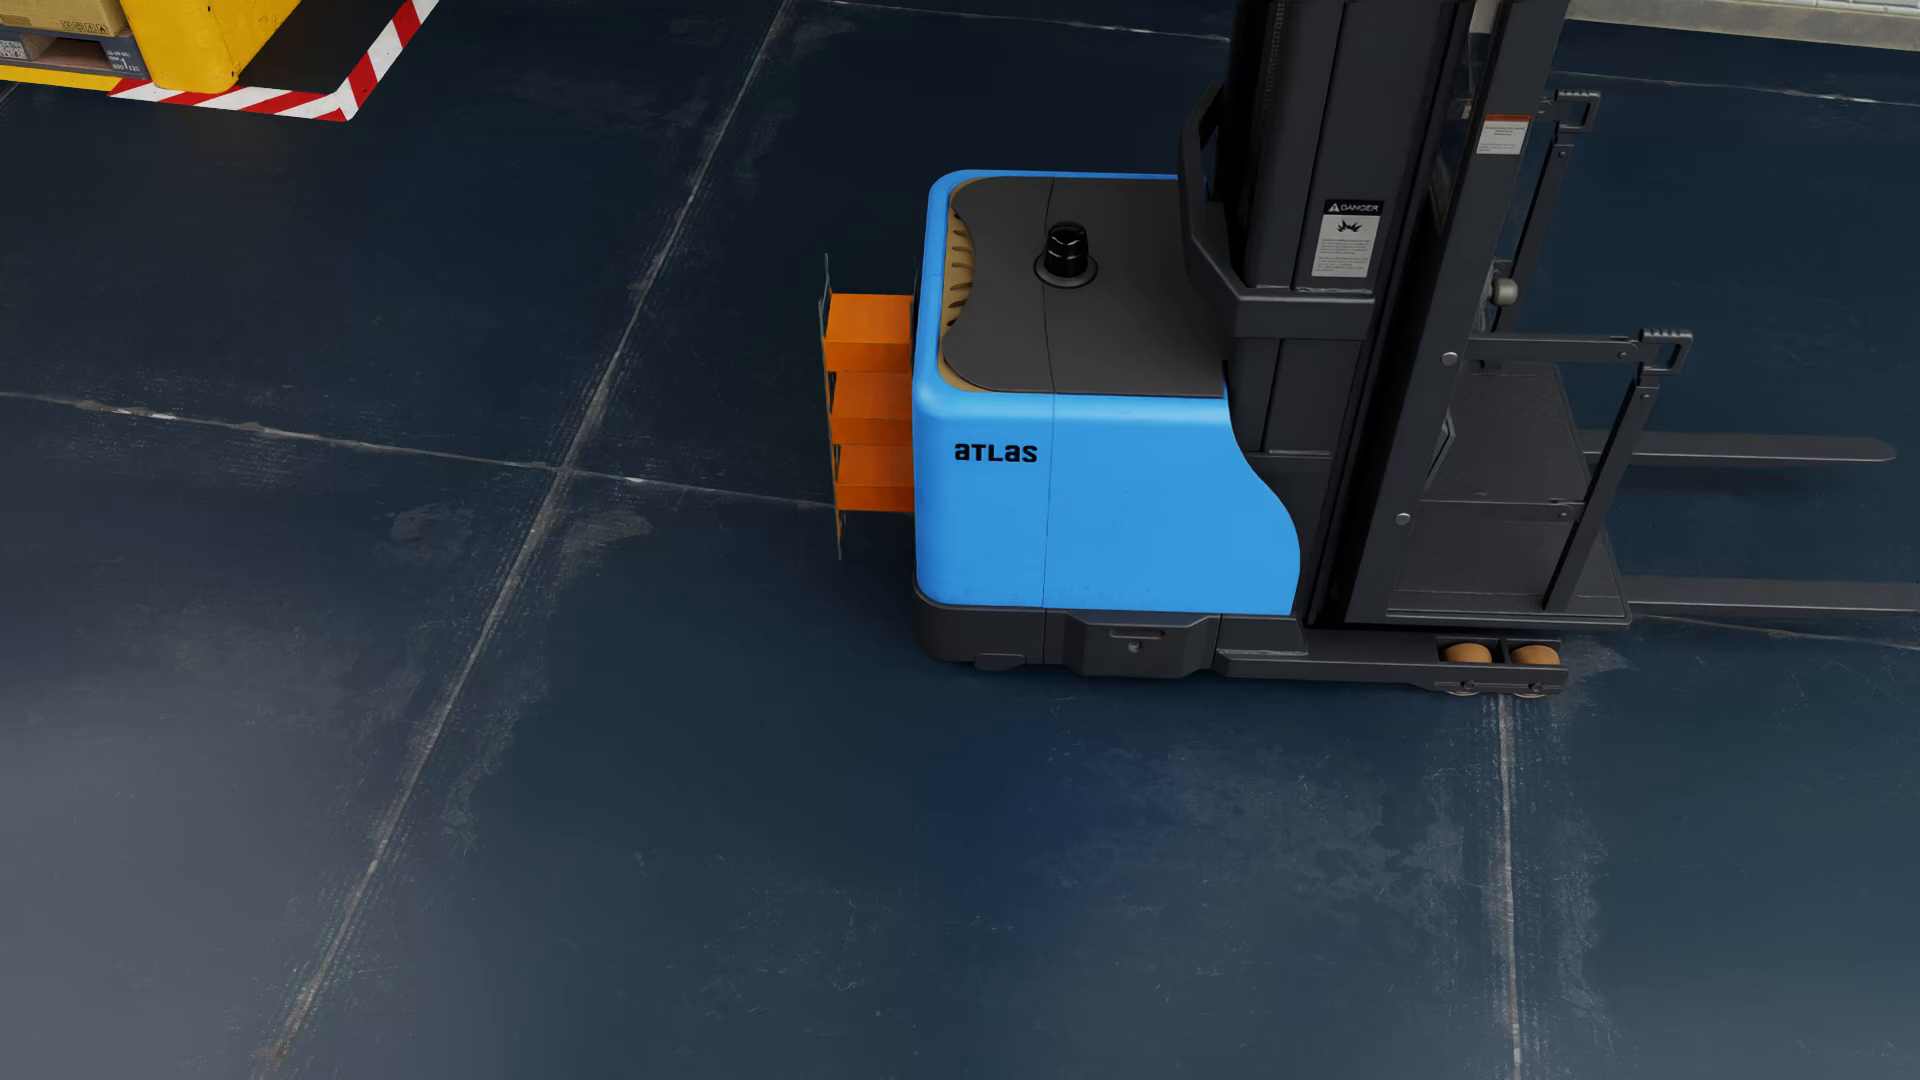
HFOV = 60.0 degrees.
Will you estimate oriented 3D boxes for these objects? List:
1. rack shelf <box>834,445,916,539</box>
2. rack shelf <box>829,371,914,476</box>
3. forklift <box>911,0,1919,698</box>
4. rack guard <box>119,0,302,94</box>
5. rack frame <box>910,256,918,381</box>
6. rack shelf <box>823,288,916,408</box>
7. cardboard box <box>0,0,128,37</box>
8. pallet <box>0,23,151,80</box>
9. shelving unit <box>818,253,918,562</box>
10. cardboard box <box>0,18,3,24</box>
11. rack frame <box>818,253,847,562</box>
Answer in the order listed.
[{"bbox_3d":[-0.248,-0.161,5.077,0.240,0.259,0.215,2,48,2],"label":"rack shelf"},{"bbox_3d":[-0.248,-0.347,4.870,0.240,0.259,0.215,2,48,2],"label":"rack shelf"},{"bbox_3d":[1.395,-0.928,4.113,3.031,2.935,1.130,2,48,2],"label":"forklift"},{"bbox_3d":[-3.122,-2.465,7.129,0.348,0.500,1.175,8,49,7],"label":"rack guard"},{"bbox_3d":[-0.126,-0.350,4.859,0.008,1.050,0.200,2,48,2],"label":"rack frame"},{"bbox_3d":[-0.248,-0.537,4.659,0.240,0.259,0.215,2,48,2],"label":"rack shelf"},{"bbox_3d":[-3.664,-2.356,6.916,0.500,0.250,0.500,8,49,7],"label":"cardboard box"},{"bbox_3d":[-3.905,-2.442,7.302,1.213,0.211,1.003,8,49,7],"label":"pallet"},{"bbox_3d":[-0.248,-0.354,4.862,0.252,1.050,0.215,2,48,2],"label":"shelving unit"},{"bbox_3d":[-4.152,-2.428,6.982,0.500,0.250,0.500,8,49,7],"label":"cardboard box"},{"bbox_3d":[-0.370,-0.358,4.866,0.008,1.050,0.200,2,48,2],"label":"rack frame"}]
